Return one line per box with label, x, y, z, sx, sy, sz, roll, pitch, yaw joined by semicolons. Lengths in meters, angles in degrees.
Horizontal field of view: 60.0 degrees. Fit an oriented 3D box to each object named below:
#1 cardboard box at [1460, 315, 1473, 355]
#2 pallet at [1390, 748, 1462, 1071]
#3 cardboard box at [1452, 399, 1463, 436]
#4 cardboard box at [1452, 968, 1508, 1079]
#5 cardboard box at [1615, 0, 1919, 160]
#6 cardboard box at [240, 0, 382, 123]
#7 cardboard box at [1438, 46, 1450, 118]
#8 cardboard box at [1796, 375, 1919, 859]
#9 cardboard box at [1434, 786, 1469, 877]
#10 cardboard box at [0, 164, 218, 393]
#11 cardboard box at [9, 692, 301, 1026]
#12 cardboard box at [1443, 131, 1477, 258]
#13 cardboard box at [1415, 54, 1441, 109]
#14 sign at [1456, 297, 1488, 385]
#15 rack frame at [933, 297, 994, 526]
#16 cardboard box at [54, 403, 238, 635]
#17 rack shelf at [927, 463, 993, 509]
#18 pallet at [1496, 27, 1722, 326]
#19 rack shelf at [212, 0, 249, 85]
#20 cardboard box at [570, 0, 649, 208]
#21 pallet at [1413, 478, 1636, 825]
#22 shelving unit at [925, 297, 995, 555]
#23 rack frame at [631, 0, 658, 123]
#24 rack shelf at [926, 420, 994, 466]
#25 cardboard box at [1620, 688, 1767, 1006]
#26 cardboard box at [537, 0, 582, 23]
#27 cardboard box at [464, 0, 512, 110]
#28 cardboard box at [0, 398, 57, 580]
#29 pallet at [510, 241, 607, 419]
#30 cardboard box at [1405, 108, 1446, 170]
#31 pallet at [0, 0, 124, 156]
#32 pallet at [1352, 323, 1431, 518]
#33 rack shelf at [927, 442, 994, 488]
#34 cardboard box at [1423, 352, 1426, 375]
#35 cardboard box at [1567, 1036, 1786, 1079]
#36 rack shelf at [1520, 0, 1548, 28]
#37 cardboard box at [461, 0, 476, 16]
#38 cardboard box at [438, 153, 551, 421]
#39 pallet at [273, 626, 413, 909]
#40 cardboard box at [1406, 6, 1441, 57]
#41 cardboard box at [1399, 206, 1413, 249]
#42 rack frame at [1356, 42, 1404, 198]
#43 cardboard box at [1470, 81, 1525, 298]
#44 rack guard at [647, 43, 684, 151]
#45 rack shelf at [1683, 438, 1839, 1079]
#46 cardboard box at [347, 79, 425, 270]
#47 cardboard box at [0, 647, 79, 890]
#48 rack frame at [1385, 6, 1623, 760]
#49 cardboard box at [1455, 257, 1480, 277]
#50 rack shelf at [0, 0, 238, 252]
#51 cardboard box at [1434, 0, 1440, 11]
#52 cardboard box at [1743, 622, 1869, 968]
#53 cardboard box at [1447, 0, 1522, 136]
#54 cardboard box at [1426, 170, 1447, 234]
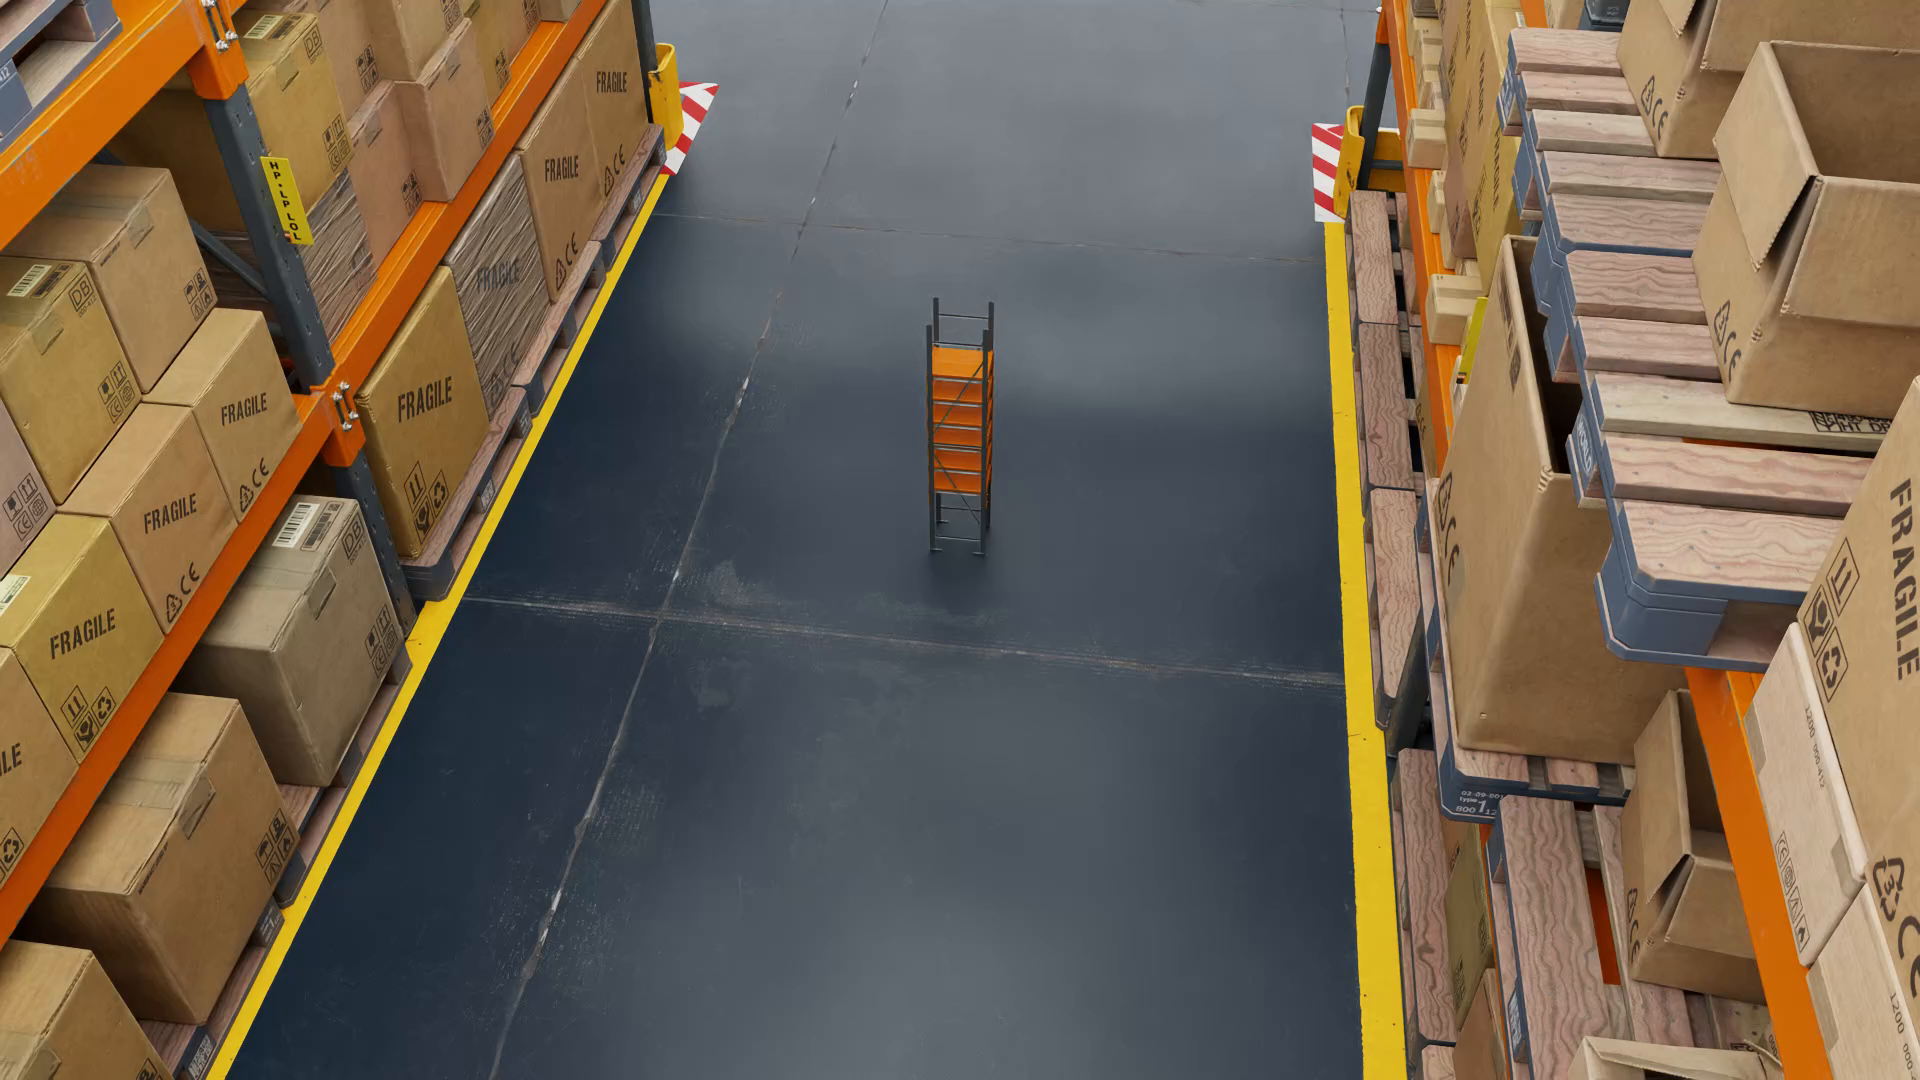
cardboard box;2.015;-0.664;5.974;0.380;0.149;0.250;5;44;6
pallet;2.041;1.296;5.750;1.003;0.211;1.213;5;44;6
cardboard box;1.880;-0.329;5.621;0.380;0.149;0.250;5;44;6
cardboard box;1.885;1.622;4.876;0.700;0.500;0.500;2;43;2
cardboard box;1.983;-1.215;3.812;0.797;0.503;0.637;3;44;3
cardboard box;-2.720;-1.847;6.147;0.875;0.550;0.550;5;44;6
cardboard box;2.516;-2.057;6.974;0.875;0.500;0.500;5;44;6
cardboard box;1.567;0.137;2.328;0.500;0.500;0.500;6;44;6
cardboard box;2.040;0.917;5.620;0.700;0.500;0.500;2;43;2
cardboard box;-2.820;-0.828;5.165;0.700;0.500;0.500;5;44;5
cardboard box;-2.884;0.986;5.380;1.050;0.750;0.750;5;44;6
cardboard box;2.331;-1.380;6.259;0.875;0.500;0.500;5;44;6
cardboard box;2.245;-2.030;7.417;0.380;0.149;0.250;5;44;6
sign;1.604;-0.606;5.101;0.100;0.325;0.005;5;44;6
rack frame;0.014;-0.508;6.936;0.240;1.200;0.006;5;44;6
cardboard box;-2.631;-0.079;5.102;0.500;0.500;0.500;5;44;5
rack shelf;0.002;-0.239;7.066;0.258;0.103;0.180;5;44;6
pallet;1.956;-0.857;3.951;1.213;0.211;1.003;5;44;6
rack shelf;-2.496;-2.958;6.556;1.077;0.370;4.000;5;44;6
cardboard box;-2.255;-2.406;8.872;0.875;0.875;0.875;5;44;6
pallet;1.898;0.330;4.882;1.003;0.211;1.213;5;44;6
shelving unit;0.002;-0.446;6.870;0.258;1.200;0.189;5;44;6
rack frame;-2.231;-3.493;8.780;1.000;3.000;0.127;5;44;6
rack shelf;0.002;-0.413;6.901;0.258;0.103;0.180;5;44;6
cardboard box;2.005;0.752;3.915;0.797;0.503;0.637;9;44;10
cardboard box;-2.287;-2.914;8.059;0.875;0.550;0.550;5;44;6
cardboard box;-2.514;-2.179;7.282;0.875;0.550;0.500;5;44;6
cardboard box;-2.953;-0.133;4.431;0.700;0.500;0.500;6;44;6
pallet;-2.423;-1.100;8.280;1.003;0.211;1.213;5;44;6
cardboard box;2.103;-1.696;7.065;0.380;0.149;0.250;5;44;6
pallet;-2.832;-1.158;4.271;0.805;0.209;1.217;4;44;4
pallet;2.356;-0.530;7.678;1.003;0.211;1.213;5;44;6
rack shelf;0.002;-0.326;6.983;0.258;0.103;0.180;5;44;6
cardboard box;2.426;-0.959;7.616;0.500;0.500;0.500;9;44;9
cardboard box;1.567;1.214;3.601;0.396;0.266;0.258;4;44;4
rack shelf;2.407;-2.438;6.007;1.077;0.370;4.000;5;44;6
cardboard box;-2.450;-2.565;6.905;0.875;0.550;0.500;5;44;6
cardboard box;-2.492;-1.185;7.582;0.875;0.875;0.875;6;44;6
pallet;-2.787;0.778;6.297;1.003;0.211;1.213;5;44;6
cardboard box;2.298;-2.372;7.778;0.380;0.149;0.250;5;44;6
cardboard box;2.573;-1.794;8.498;0.500;0.500;0.500;13;45;13
rack frame;2.672;-2.974;8.231;1.000;3.000;0.127;5;44;6
cardboard box;1.930;-1.087;5.222;0.500;0.500;0.500;5;44;6
rack guard;-2.228;-2.602;9.657;1.175;0.500;0.348;5;44;6
rack shelf;1.879;0.288;3.128;1.077;0.370;4.000;5;44;6
cardboard box;-2.673;-1.451;6.514;0.875;0.550;0.550;5;44;6
cardboard box;-2.762;0.611;4.372;0.500;0.500;0.500;5;44;5
rack frame;2.143;-0.247;5.352;1.000;3.000;0.127;5;44;6
cardboard box;2.101;-1.003;6.332;0.380;0.149;0.250;5;44;6
rack shelf;-3.025;-0.232;3.677;1.077;0.370;4.000;5;44;6
cardboard box;2.191;-2.450;6.662;0.500;0.500;0.500;5;44;6
cardboard box;1.555;0.416;2.578;0.500;0.250;0.500;6;44;7
cardboard box;2.062;-1.768;5.942;0.500;0.500;0.500;5;44;6
cardboard box;2.093;-1.350;6.699;0.380;0.149;0.250;5;44;6
